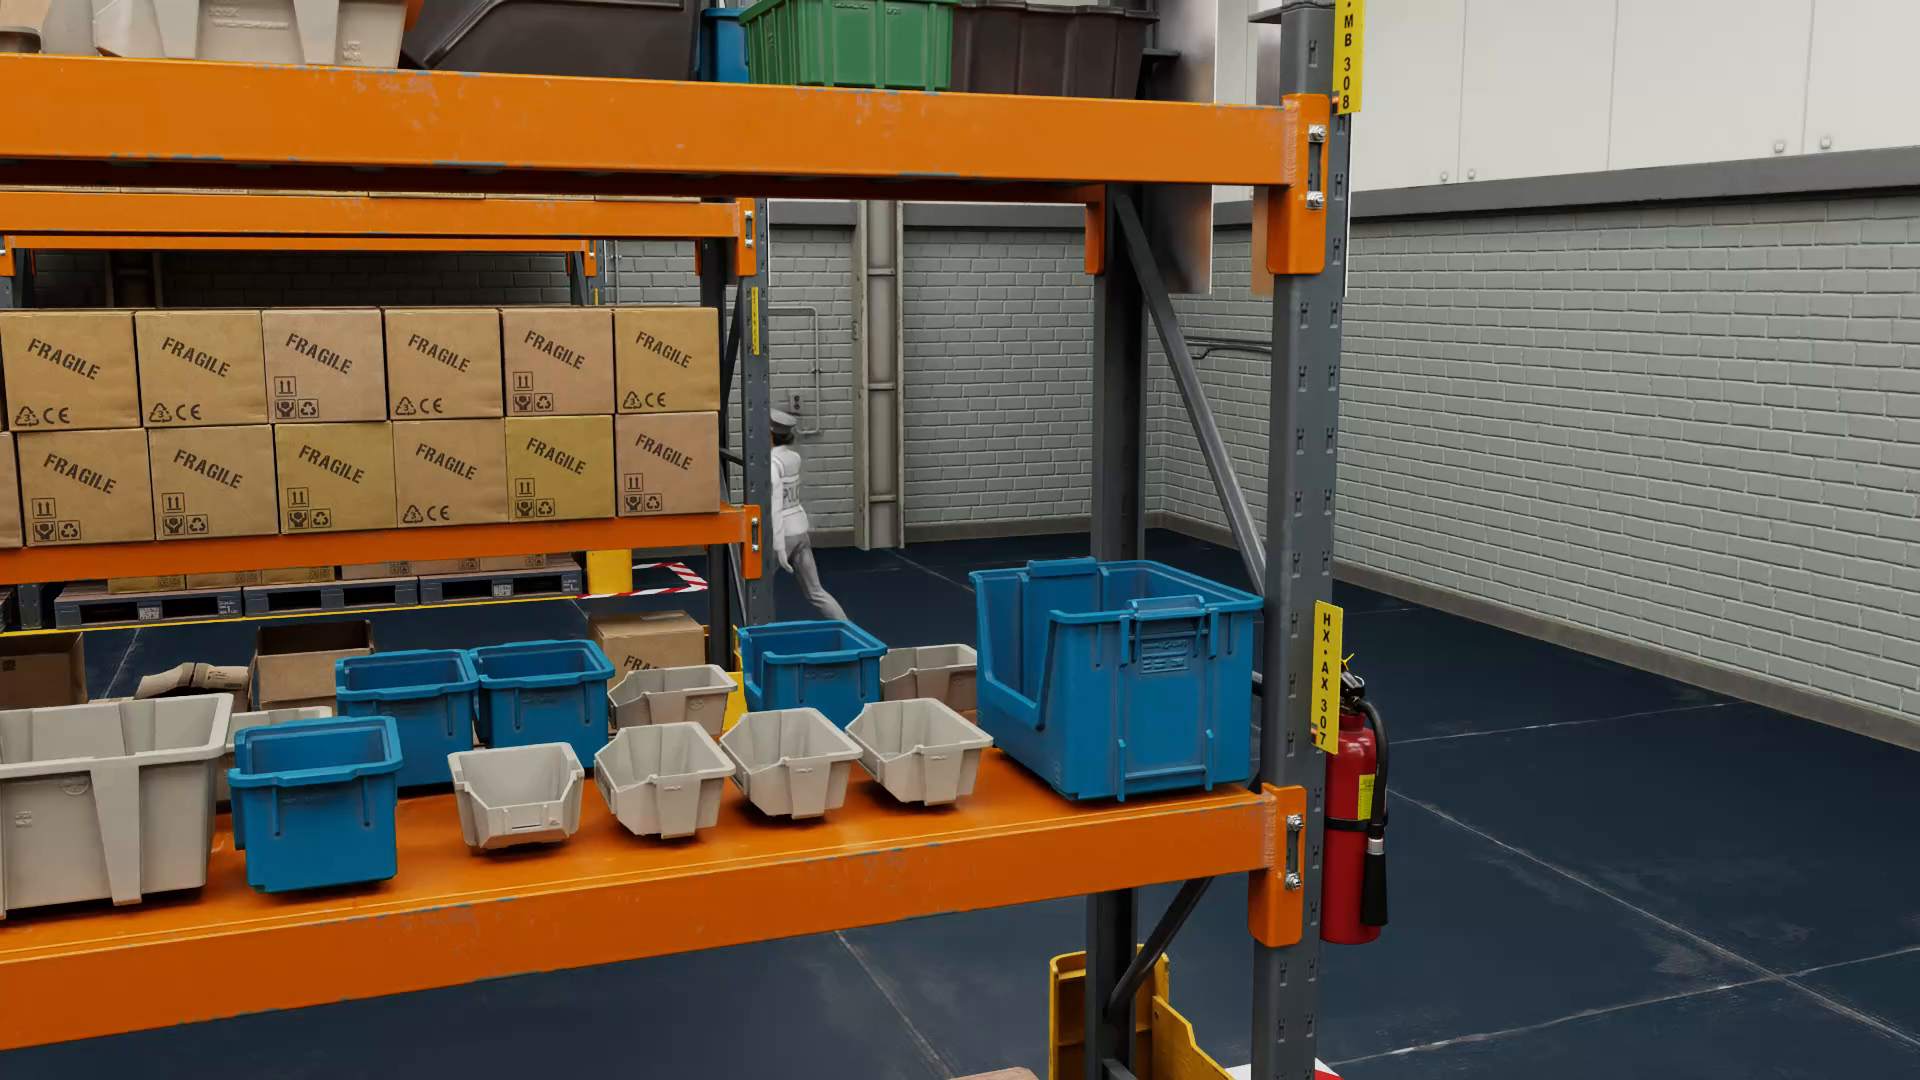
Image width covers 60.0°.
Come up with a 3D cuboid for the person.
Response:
[{"bbox_3d":[-1.080,-0.012,10.356,0.989,1.642,0.498,4,10,25],"label":"person"}]
